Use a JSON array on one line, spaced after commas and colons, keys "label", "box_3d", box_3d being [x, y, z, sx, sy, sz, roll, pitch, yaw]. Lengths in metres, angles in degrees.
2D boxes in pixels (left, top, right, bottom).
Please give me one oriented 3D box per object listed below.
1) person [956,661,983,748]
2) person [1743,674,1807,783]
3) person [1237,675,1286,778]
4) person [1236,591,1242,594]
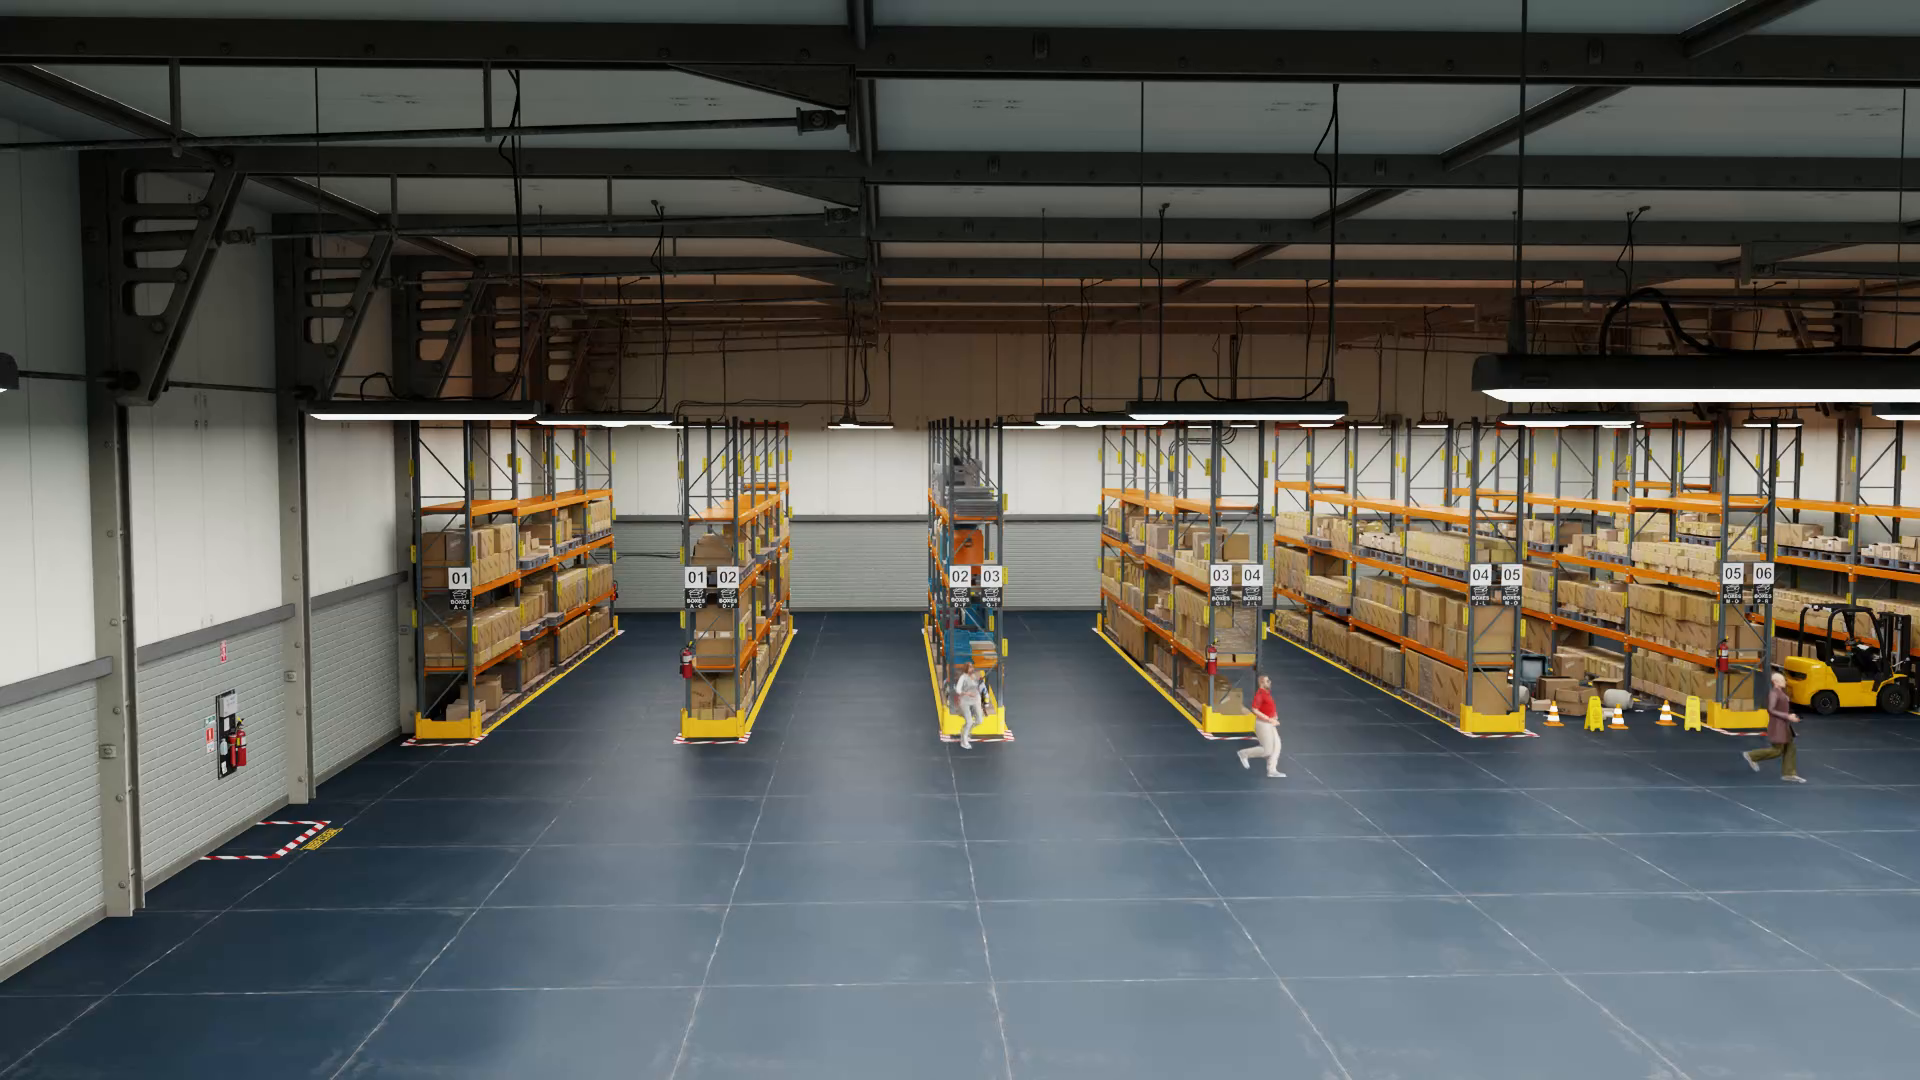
[{"label": "person", "box_3d": [0.187, 3.027, 30.090, 0.561, 1.487, 0.529, -4, 5, -44]}, {"label": "person", "box_3d": [13.377, 3.065, 27.240, 0.945, 1.762, 0.709, 3, 5, 37]}, {"label": "person", "box_3d": [5.019, 3.081, 27.531, 0.798, 1.689, 0.663, 2, 4, 22]}, {"label": "person", "box_3d": [7.698, 1.839, 46.918, 0.669, 1.638, 0.753, 1, 4, 15]}]
